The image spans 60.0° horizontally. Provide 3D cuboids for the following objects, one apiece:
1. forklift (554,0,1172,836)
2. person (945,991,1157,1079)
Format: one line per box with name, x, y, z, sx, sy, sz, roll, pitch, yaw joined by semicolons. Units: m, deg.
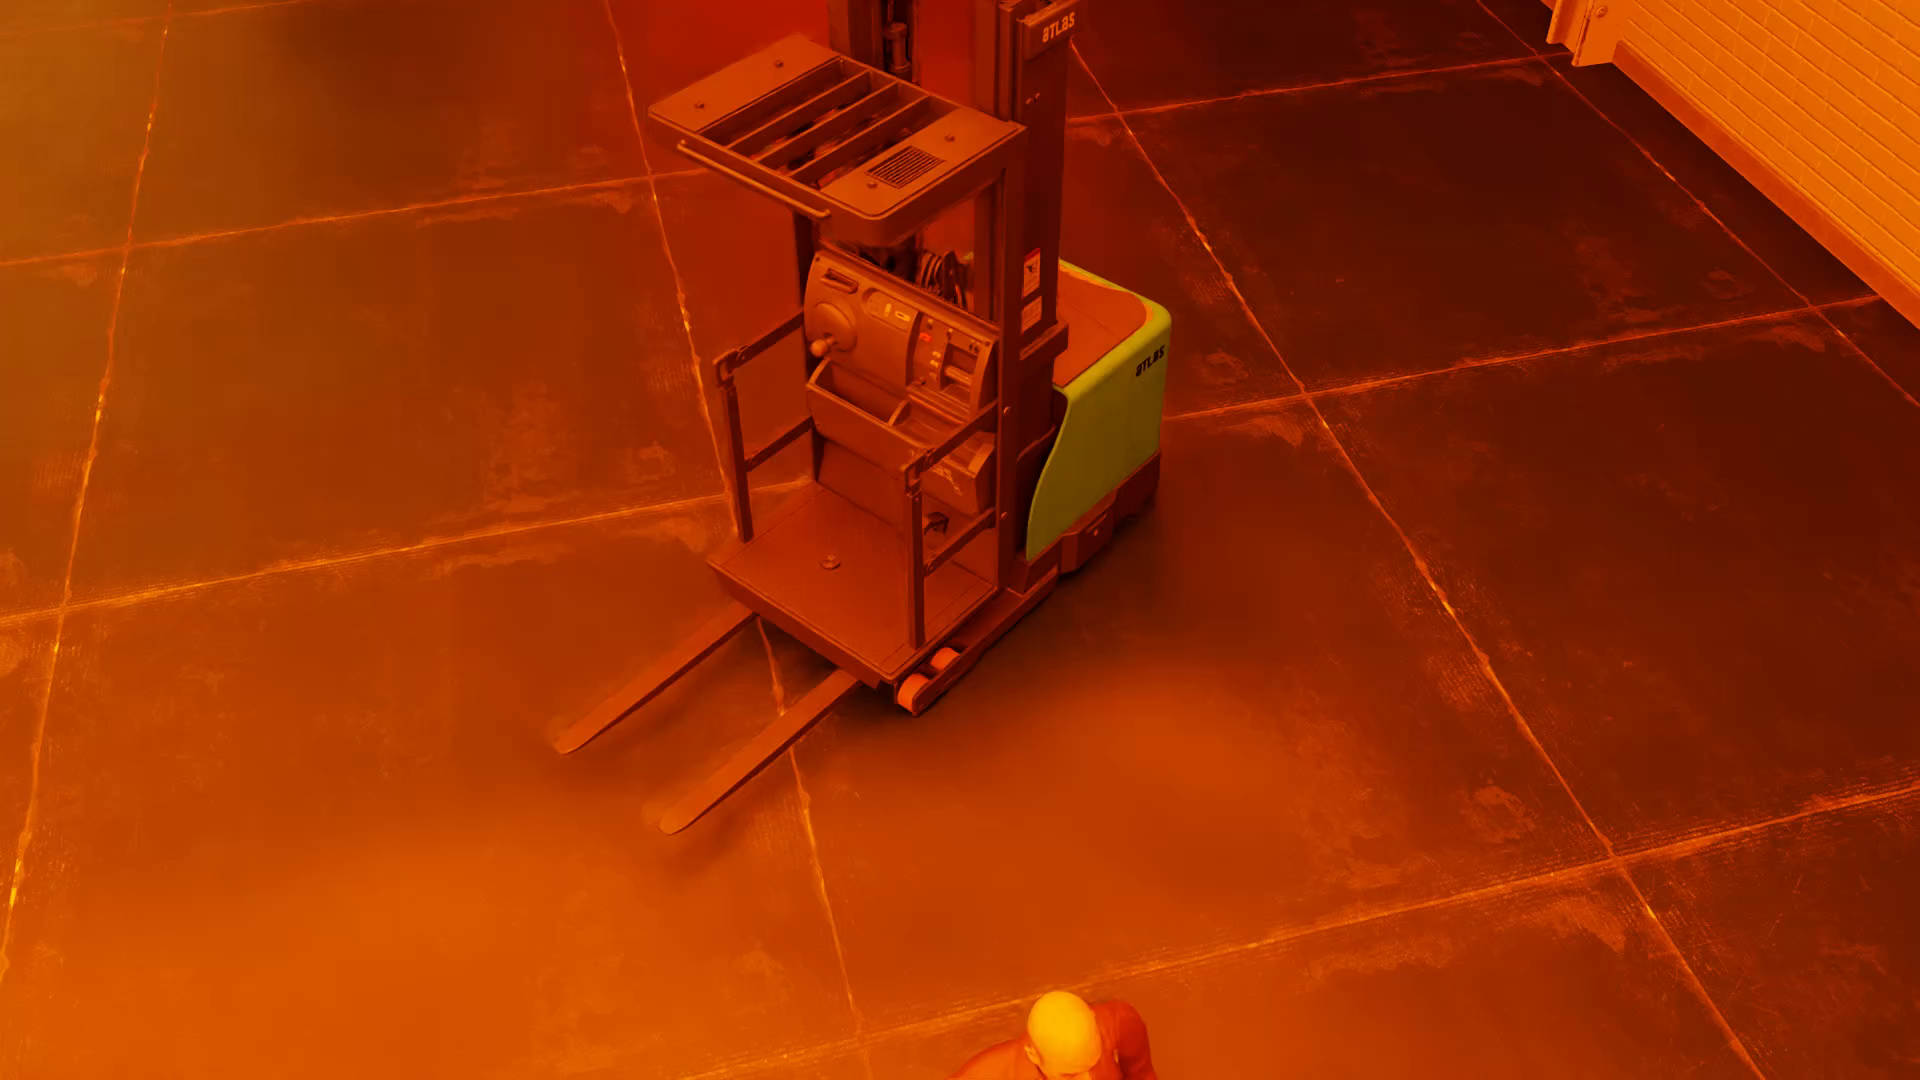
forklift;-0.385;-0.731;6.419;1.130;2.935;3.031;30;51;28
person;0.281;1.805;4.611;0.722;1.786;0.514;-20;47;-19
